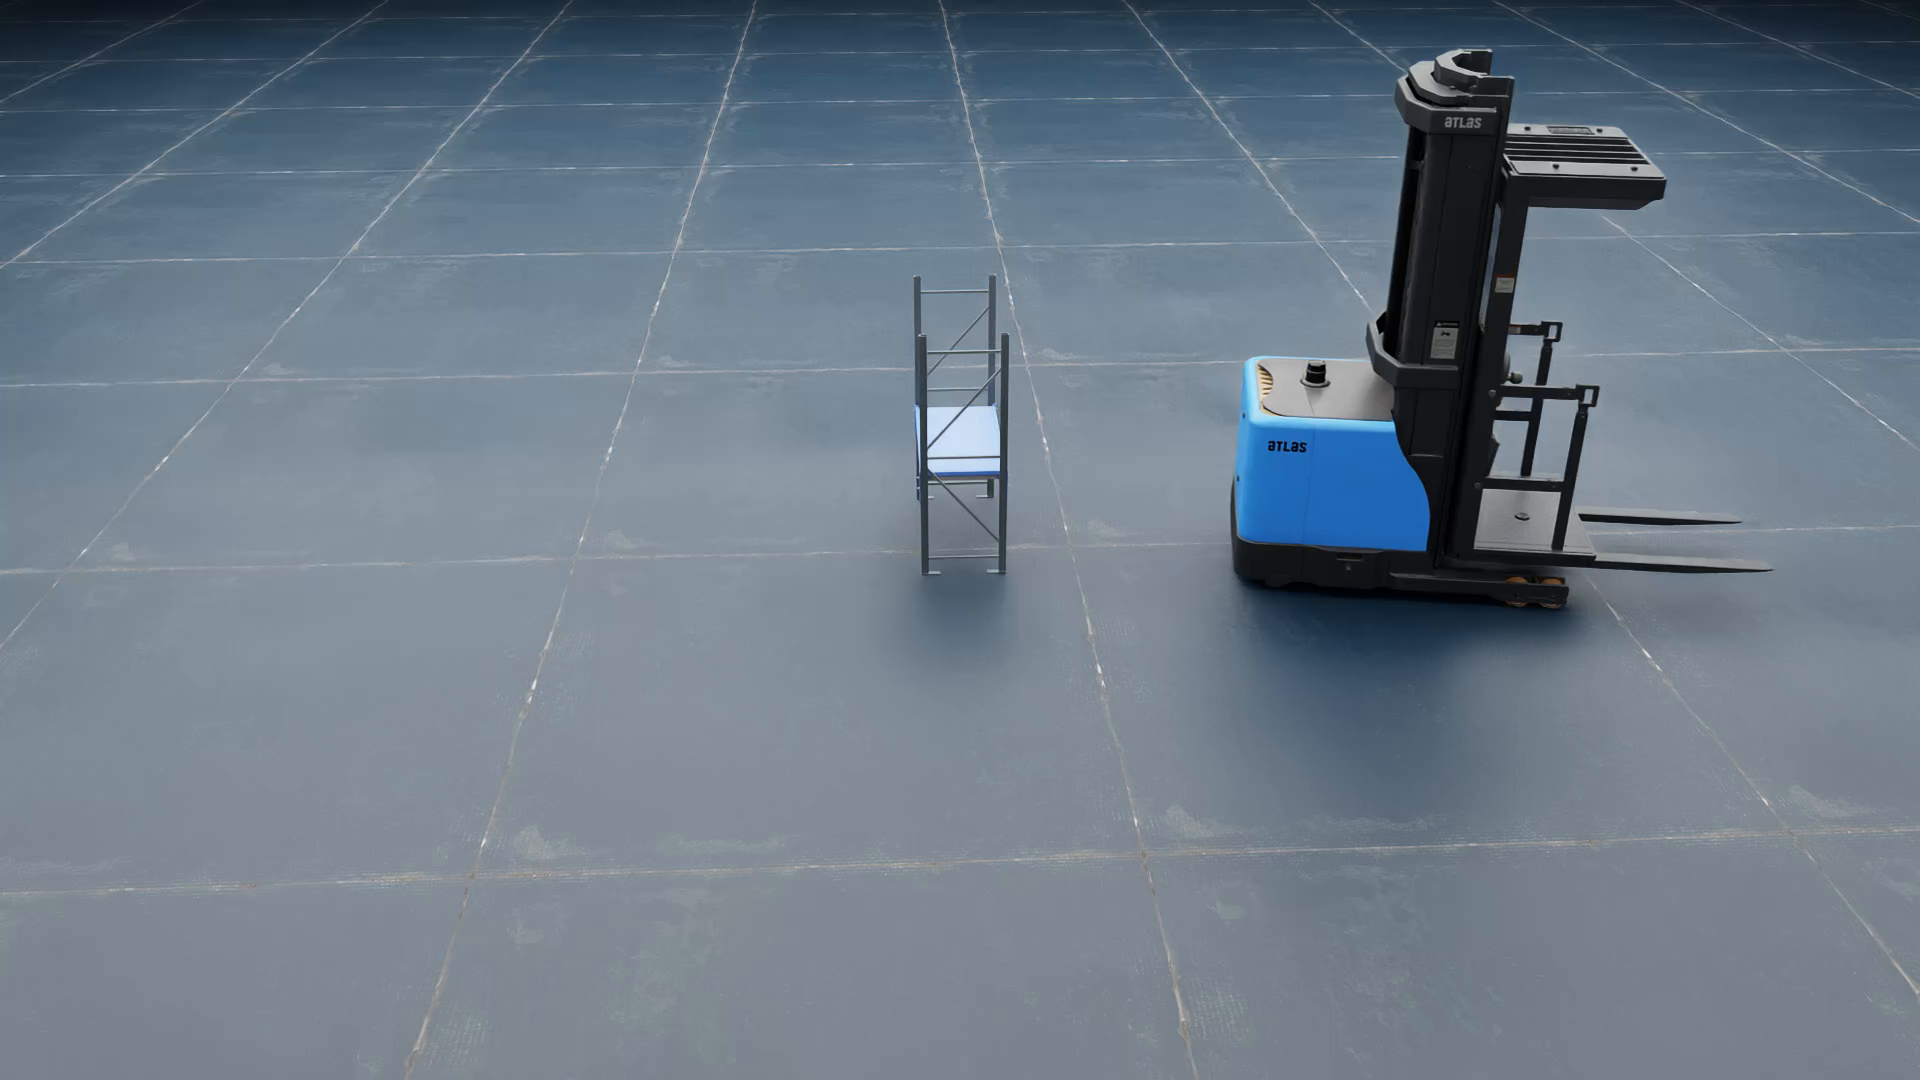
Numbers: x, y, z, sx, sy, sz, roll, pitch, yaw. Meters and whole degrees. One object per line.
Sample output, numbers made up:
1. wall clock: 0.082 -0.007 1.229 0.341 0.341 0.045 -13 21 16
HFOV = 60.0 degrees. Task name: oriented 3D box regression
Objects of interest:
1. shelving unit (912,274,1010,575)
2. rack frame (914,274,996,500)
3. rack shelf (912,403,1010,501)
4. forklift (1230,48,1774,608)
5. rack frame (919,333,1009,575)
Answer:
1. shelving unit: -0.004 -0.704 9.979 0.538 1.500 1.048 -1 28 -3
2. rack frame: -0.031 -0.939 10.429 0.500 1.500 0.032 -1 28 -3
3. rack shelf: -0.004 -0.545 10.062 0.538 0.185 1.000 -1 28 -3
4. forklift: 3.160 -1.170 9.324 3.031 2.935 1.130 3 28 6
5. rack frame: 0.022 -0.470 9.529 0.500 1.500 0.032 -1 28 -3
